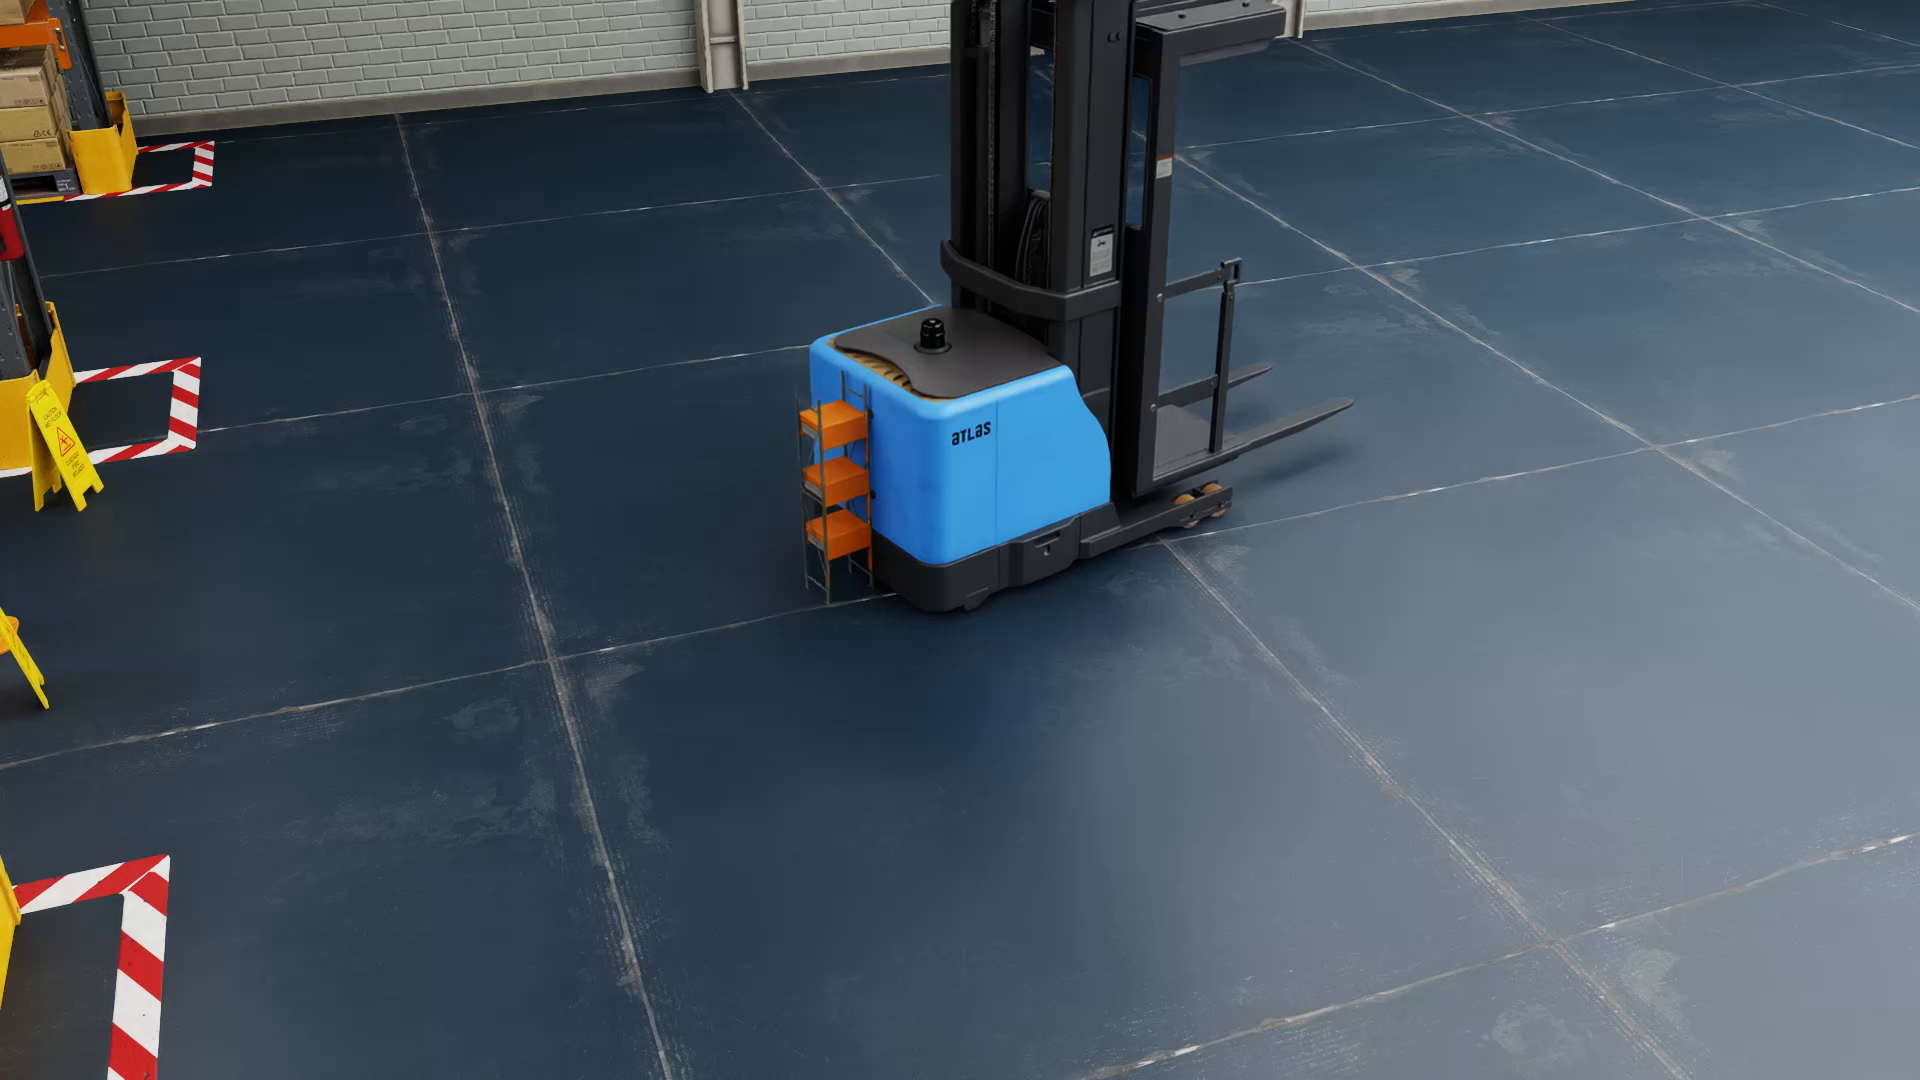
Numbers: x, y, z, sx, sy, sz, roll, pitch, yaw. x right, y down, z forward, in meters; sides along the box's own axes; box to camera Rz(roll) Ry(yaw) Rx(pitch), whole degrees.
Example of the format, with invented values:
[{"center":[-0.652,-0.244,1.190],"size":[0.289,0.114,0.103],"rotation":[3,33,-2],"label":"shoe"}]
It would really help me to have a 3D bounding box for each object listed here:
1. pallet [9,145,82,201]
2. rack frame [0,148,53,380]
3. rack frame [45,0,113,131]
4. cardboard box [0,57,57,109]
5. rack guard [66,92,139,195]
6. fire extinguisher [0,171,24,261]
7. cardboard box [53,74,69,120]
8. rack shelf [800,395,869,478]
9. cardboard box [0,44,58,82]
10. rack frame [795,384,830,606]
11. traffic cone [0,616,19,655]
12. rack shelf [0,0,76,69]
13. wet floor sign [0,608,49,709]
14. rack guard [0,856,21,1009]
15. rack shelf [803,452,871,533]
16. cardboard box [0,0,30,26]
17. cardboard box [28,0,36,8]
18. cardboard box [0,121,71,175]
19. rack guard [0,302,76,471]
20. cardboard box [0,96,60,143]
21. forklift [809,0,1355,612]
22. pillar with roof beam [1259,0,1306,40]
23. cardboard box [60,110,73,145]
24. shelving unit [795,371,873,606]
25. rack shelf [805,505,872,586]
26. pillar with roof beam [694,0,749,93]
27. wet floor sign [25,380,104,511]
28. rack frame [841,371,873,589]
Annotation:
[{"center":[-7.600,-2.917,13.157],"size":[1.213,0.211,1.003],"rotation":[-10,31,-18],"label":"pallet"},{"center":[-5.164,-1.978,8.691],"size":[0.127,3.000,1.000],"rotation":[-10,31,-18],"label":"rack frame"},{"center":[-6.898,-4.280,12.732],"size":[0.127,3.000,1.000],"rotation":[-10,31,-18],"label":"rack frame"},{"center":[-7.221,-3.478,12.668],"size":[0.500,0.250,0.500],"rotation":[-9,31,-16],"label":"cardboard box"},{"center":[-6.876,-3.198,13.358],"size":[0.348,0.500,1.175],"rotation":[-10,31,-18],"label":"rack guard"},{"center":[-4.896,-1.750,8.370],"size":[0.183,0.674,0.296],"rotation":[-10,31,-18],"label":"fire extinguisher"},{"center":[-7.411,-3.500,13.212],"size":[0.500,0.250,0.500],"rotation":[-10,31,-17],"label":"cardboard box"},{"center":[-0.569,-0.466,7.455],"size":[0.240,0.259,0.215],"rotation":[-21,36,-32],"label":"rack shelf"},{"center":[-7.415,-3.707,13.070],"size":[0.500,0.250,0.500],"rotation":[-11,31,-18],"label":"cardboard box"},{"center":[-0.666,-0.192,7.526],"size":[0.008,1.050,0.200],"rotation":[-21,36,-32],"label":"rack frame"},{"center":[-4.411,0.254,7.337],"size":[0.334,0.463,0.336],"rotation":[-10,31,-18],"label":"traffic cone"},{"center":[-8.773,-3.622,12.304],"size":[4.000,0.370,1.077],"rotation":[-10,31,-18],"label":"rack shelf"},{"center":[-4.007,0.401,6.895],"size":[0.232,0.644,0.267],"rotation":[-16,33,-26],"label":"wet floor sign"},{"center":[-3.321,1.383,5.317],"size":[0.348,0.500,1.175],"rotation":[-10,31,-18],"label":"rack guard"},{"center":[-0.569,-0.219,7.595],"size":[0.240,0.259,0.215],"rotation":[-21,36,-32],"label":"rack shelf"},{"center":[-7.268,-4.117,12.344],"size":[0.500,0.500,0.500],"rotation":[-11,32,-19],"label":"cardboard box"},{"center":[-7.459,-4.367,12.783],"size":[0.500,0.500,0.500],"rotation":[-9,31,-16],"label":"cardboard box"},{"center":[-7.229,-3.040,12.909],"size":[0.500,0.250,0.500],"rotation":[-10,31,-17],"label":"cardboard box"},{"center":[-5.235,-0.878,9.287],"size":[0.348,0.500,1.175],"rotation":[-10,31,-18],"label":"rack guard"},{"center":[-7.245,-3.256,12.783],"size":[0.500,0.250,0.500],"rotation":[-11,31,-18],"label":"cardboard box"},{"center":[0.765,-1.522,7.961],"size":[3.031,2.935,1.130],"rotation":[-21,36,-32],"label":"forklift"},{"center":[4.883,-7.259,11.900],"size":[0.400,9.000,9.100],"rotation":[-10,31,-18],"label":"pillar with roof beam"},{"center":[-7.427,-3.274,13.319],"size":[0.500,0.250,0.500],"rotation":[-10,31,-17],"label":"cardboard box"},{"center":[-0.569,-0.228,7.590],"size":[0.252,1.050,0.215],"rotation":[-21,36,-32],"label":"shelving unit"},{"center":[-0.569,0.022,7.733],"size":[0.240,0.259,0.215],"rotation":[-21,36,-32],"label":"rack shelf"},{"center":[-0.741,-6.223,10.082],"size":[0.400,9.000,9.100],"rotation":[-10,31,-18],"label":"pillar with roof beam"},{"center":[-4.613,-0.491,8.460],"size":[0.232,0.644,0.267],"rotation":[0,30,0],"label":"wet floor sign"},{"center":[-0.472,-0.265,7.654],"size":[0.008,1.050,0.200],"rotation":[-21,36,-32],"label":"rack frame"}]
